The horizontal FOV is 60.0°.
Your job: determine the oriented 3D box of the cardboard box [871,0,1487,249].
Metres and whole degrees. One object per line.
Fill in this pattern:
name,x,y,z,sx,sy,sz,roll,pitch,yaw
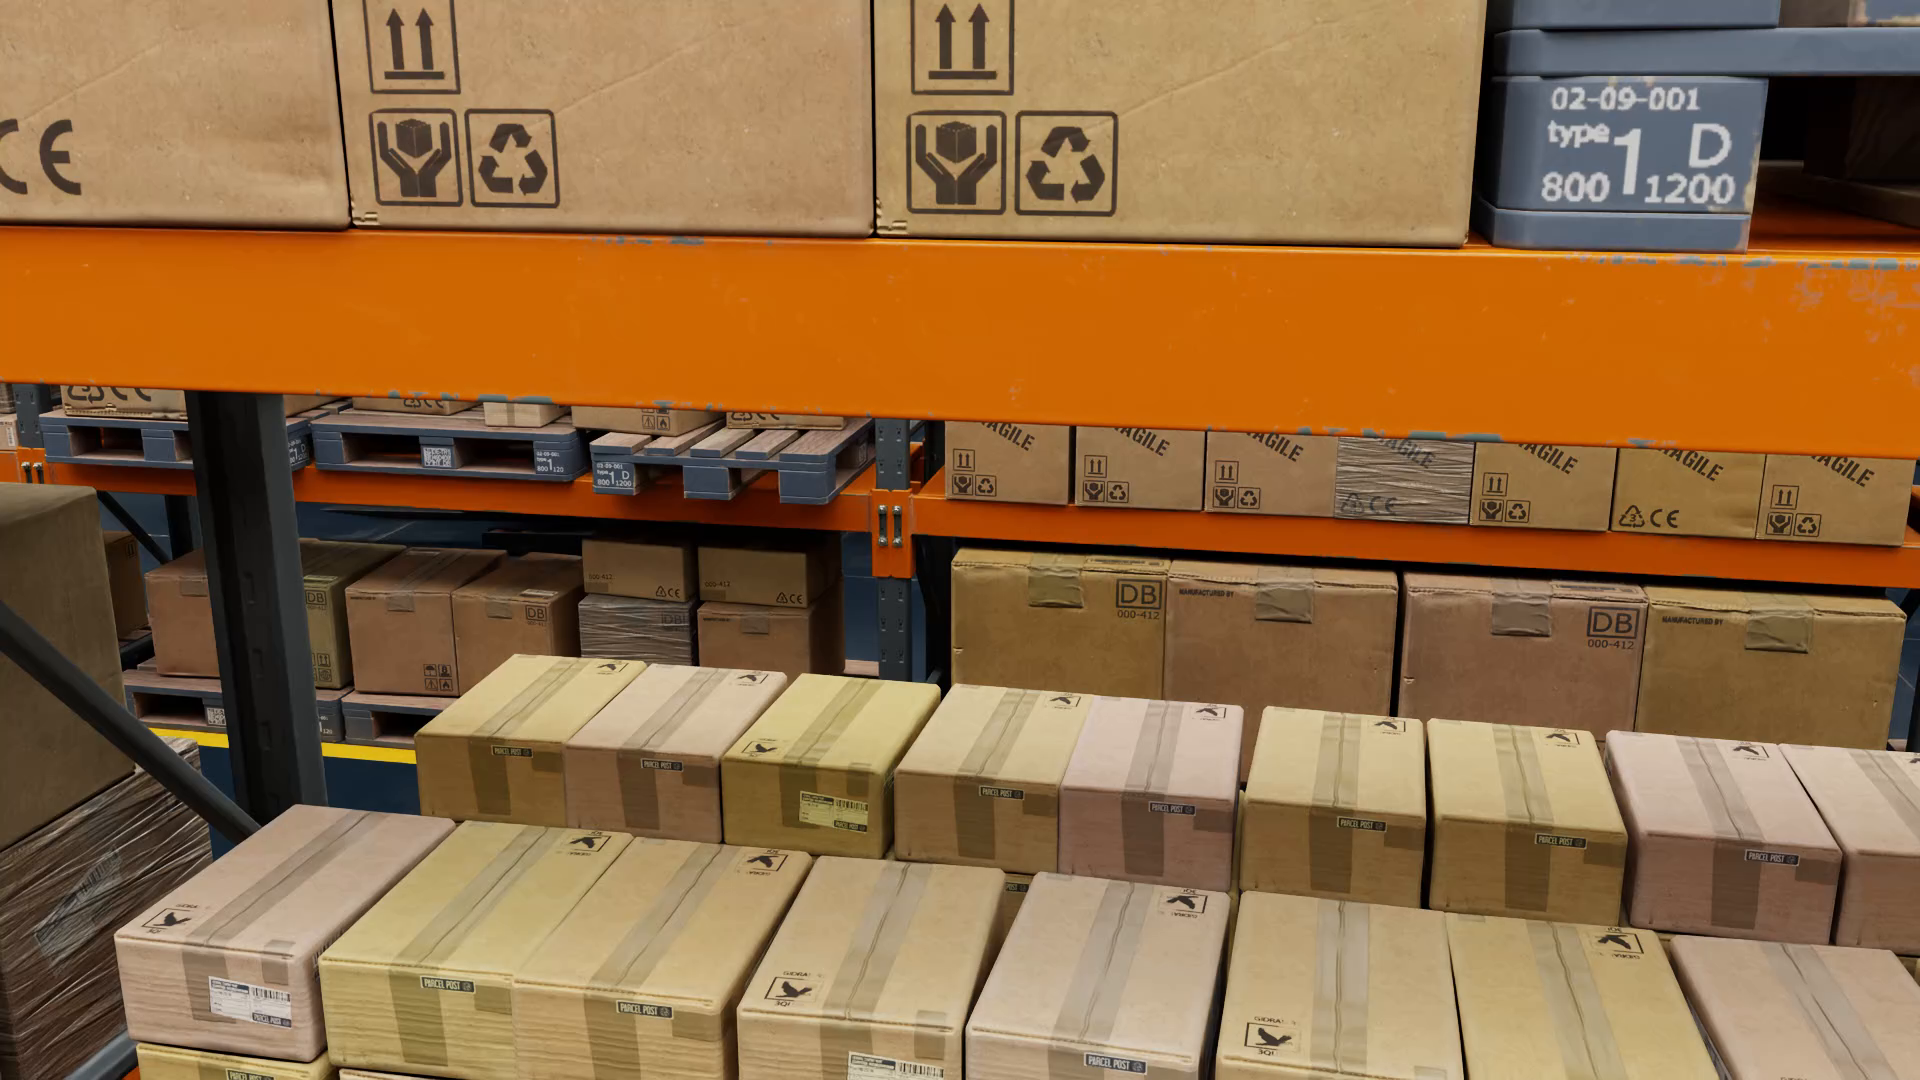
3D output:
cardboard box,0.219,-0.556,1.572,0.500,0.500,0.500,3,16,11

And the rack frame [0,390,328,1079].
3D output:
rack frame,-1.270,0.788,2.527,0.127,3.000,1.000,3,16,11

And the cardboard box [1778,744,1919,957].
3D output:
cardboard box,1.335,0.437,2.366,0.250,0.149,0.380,3,16,11

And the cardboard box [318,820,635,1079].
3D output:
cardboard box,-0.592,0.509,2.105,0.250,0.149,0.380,3,16,10

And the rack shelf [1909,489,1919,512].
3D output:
rack shelf,5.697,0.033,6.100,3.809,0.052,0.919,3,16,11

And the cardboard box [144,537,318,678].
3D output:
cardboard box,-3.505,0.314,8.097,0.500,0.500,0.700,2,16,7

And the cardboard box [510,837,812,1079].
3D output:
cardboard box,-0.353,0.523,2.053,0.250,0.149,0.380,3,16,11

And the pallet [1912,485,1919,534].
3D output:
pallet,6.651,-0.150,11.137,1.213,0.211,1.003,3,16,11

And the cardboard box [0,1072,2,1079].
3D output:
cardboard box,-1.961,0.702,2.650,1.009,0.500,1.038,3,16,11

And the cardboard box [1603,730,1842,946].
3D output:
cardboard box,1.088,0.423,2.415,0.250,0.149,0.380,4,16,13

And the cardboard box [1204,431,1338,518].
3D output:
cardboard box,1.248,-0.402,6.637,0.500,0.500,0.500,3,16,10

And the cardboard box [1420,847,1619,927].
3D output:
cardboard box,0.822,0.552,2.505,0.250,0.149,0.380,3,16,10

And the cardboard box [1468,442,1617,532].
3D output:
cardboard box,2.227,-0.347,6.438,0.500,0.500,0.500,3,16,10

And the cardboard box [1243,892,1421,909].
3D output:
cardboard box,0.569,0.539,2.555,0.250,0.149,0.380,4,16,12

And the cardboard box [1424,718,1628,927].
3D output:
cardboard box,0.823,0.410,2.463,0.250,0.149,0.380,4,16,13

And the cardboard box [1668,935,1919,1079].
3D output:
cardboard box,0.940,0.593,1.801,0.250,0.149,0.380,2,16,9

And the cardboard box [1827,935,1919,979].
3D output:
cardboard box,1.328,0.581,2.403,0.250,0.149,0.380,4,16,13

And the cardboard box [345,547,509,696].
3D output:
cardboard box,-2.493,0.374,7.881,0.500,0.500,0.700,2,16,6

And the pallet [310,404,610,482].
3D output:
pallet,-2.131,-0.506,7.559,1.213,0.211,1.003,3,16,11

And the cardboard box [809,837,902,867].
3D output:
cardboard box,-0.175,0.498,2.703,0.250,0.149,0.380,3,16,12

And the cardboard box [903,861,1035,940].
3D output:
cardboard box,0.070,0.511,2.654,0.250,0.149,0.380,3,16,11

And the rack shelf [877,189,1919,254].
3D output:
rack shelf,0.689,-0.298,1.813,3.809,0.124,0.919,3,16,11

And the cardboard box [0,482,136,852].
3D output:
cardboard box,-1.708,0.232,2.476,0.500,0.500,0.700,3,16,11

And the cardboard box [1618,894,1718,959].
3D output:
cardboard box,1.068,0.567,2.454,0.250,0.149,0.380,3,16,10

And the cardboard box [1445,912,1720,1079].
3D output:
cardboard box,0.676,0.579,1.851,0.270,0.149,0.393,4,16,13

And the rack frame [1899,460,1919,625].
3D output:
rack frame,3.736,-0.290,6.421,0.053,2.616,0.949,3,16,11

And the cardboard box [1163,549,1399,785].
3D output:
cardboard box,1.361,0.409,7.089,0.875,0.875,1.225,3,16,11

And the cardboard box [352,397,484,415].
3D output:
cardboard box,-2.386,-0.901,7.645,0.637,0.503,0.797,5,16,17

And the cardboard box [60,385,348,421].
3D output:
cardboard box,-3.352,-1.129,7.539,1.000,1.000,1.000,3,16,11

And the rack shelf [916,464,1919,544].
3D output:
rack shelf,1.777,-0.145,6.878,3.809,0.124,0.919,3,16,11

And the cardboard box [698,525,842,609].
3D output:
cardboard box,-0.846,0.100,7.467,0.500,0.250,0.500,4,16,13

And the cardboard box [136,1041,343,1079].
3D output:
cardboard box,-0.837,0.642,2.183,0.250,0.149,0.380,4,16,14

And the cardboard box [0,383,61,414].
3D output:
cardboard box,-4.531,-0.948,8.052,0.500,0.500,0.875,3,16,11

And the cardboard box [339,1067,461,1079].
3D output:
cardboard box,-0.571,0.656,2.133,0.250,0.149,0.380,4,16,14

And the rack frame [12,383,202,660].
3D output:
rack frame,-4.103,-0.717,7.960,0.127,3.000,1.000,3,16,11

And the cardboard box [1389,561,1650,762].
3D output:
cardboard box,2.230,0.454,6.926,0.875,0.875,1.225,3,16,9

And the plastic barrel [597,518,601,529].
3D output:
plastic barrel,-2.079,-1.483,10.674,0.517,2.708,0.905,3,16,11

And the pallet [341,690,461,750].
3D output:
pallet,-2.140,0.732,7.952,1.213,0.211,1.003,3,16,11

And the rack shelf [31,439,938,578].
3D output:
rack shelf,-2.143,-0.264,7.672,4.000,0.370,1.077,3,16,11

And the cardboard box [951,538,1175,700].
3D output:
cardboard box,0.489,0.360,7.268,0.875,0.875,1.225,2,16,8

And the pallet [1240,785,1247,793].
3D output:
pallet,1.766,0.967,7.105,1.213,0.211,1.003,3,16,11

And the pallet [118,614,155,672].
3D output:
pallet,-4.768,0.601,8.428,1.213,0.211,1.003,3,16,11

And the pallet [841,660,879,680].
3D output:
pallet,-0.949,0.798,7.716,1.213,0.211,1.003,3,16,11

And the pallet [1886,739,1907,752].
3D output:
pallet,4.466,1.114,6.576,1.213,0.211,1.003,3,16,11

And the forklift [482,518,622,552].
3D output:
forklift,-19.025,-4.199,20.826,37.447,2.843,19.219,1,16,5

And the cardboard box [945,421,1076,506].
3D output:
cardboard box,0.239,-0.455,6.828,0.500,0.500,0.500,4,16,13

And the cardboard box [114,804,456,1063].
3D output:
cardboard box,-0.852,0.496,2.153,0.250,0.149,0.380,3,16,11
